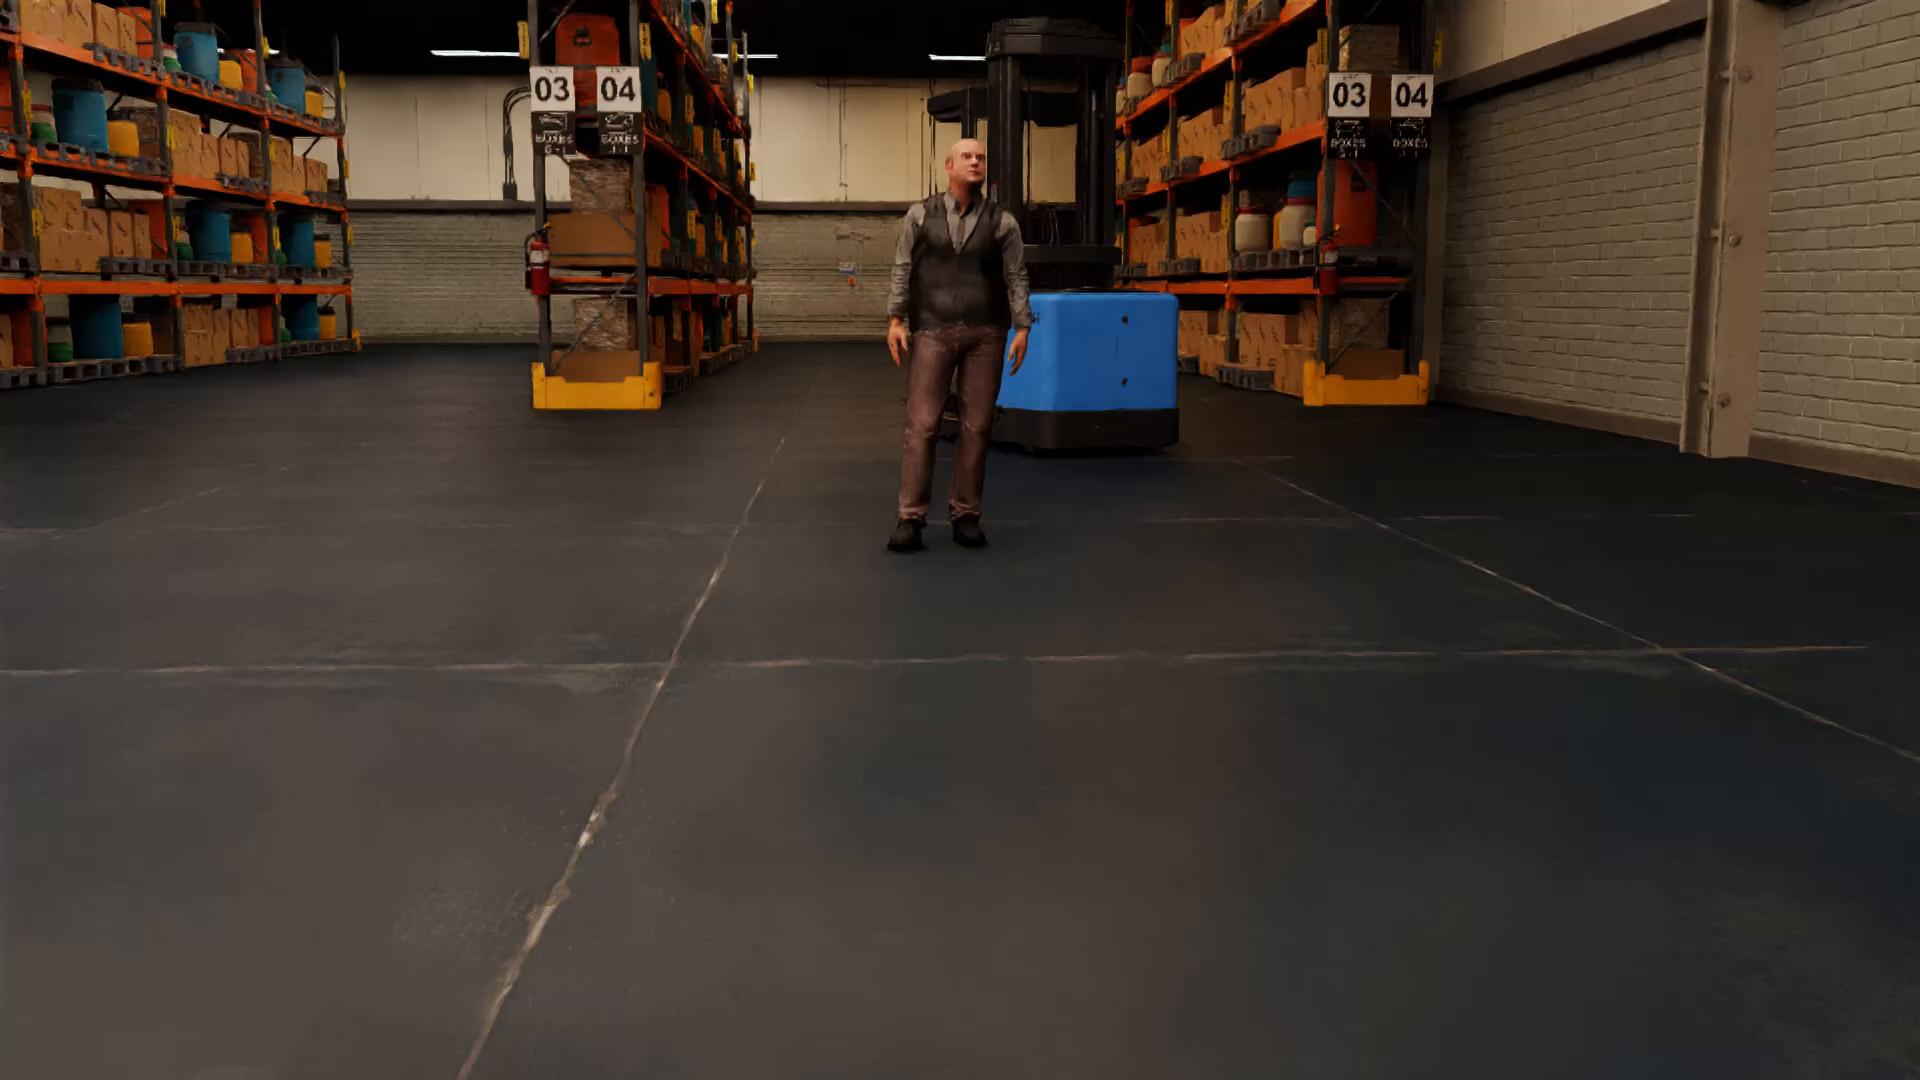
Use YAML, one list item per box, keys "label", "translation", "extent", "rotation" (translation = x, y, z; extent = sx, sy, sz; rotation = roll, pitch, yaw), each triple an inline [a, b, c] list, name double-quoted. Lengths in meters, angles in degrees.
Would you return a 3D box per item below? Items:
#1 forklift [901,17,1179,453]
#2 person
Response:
- label: "forklift"
  translation: [0.429, -2.205, 12.180]
  extent: [1.130, 2.935, 3.031]
  rotation: [-4, 9, -23]
- label: "person"
  translation: [-0.004, -0.849, 7.120]
  extent: [0.632, 1.720, 0.567]
  rotation: [-1, 8, -4]
